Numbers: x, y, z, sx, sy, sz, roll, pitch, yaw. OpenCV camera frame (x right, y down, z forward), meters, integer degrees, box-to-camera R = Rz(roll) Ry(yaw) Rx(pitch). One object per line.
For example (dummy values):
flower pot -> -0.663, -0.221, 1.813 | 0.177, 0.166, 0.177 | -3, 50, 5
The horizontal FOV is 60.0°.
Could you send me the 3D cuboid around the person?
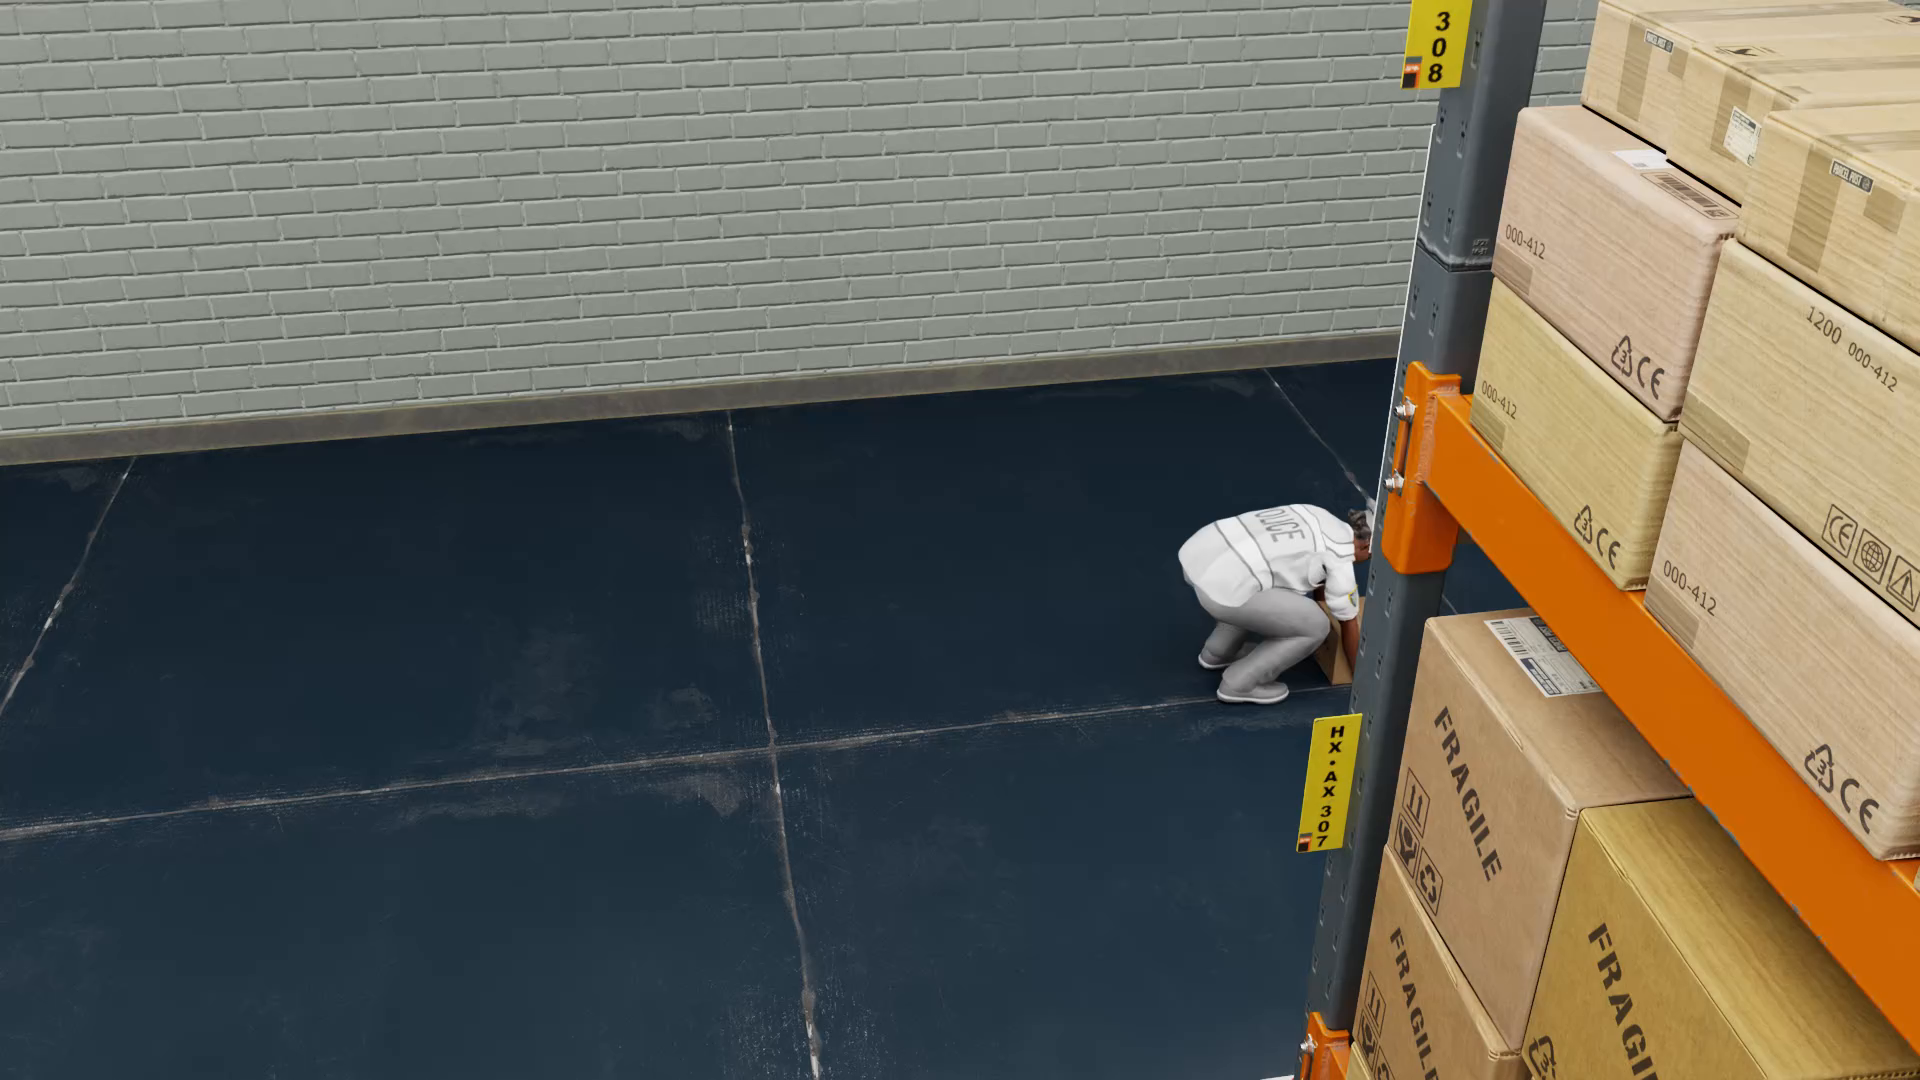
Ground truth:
person -> 1.319, 0.233, 6.637 | 0.927, 0.776, 0.460 | -6, 31, -10
